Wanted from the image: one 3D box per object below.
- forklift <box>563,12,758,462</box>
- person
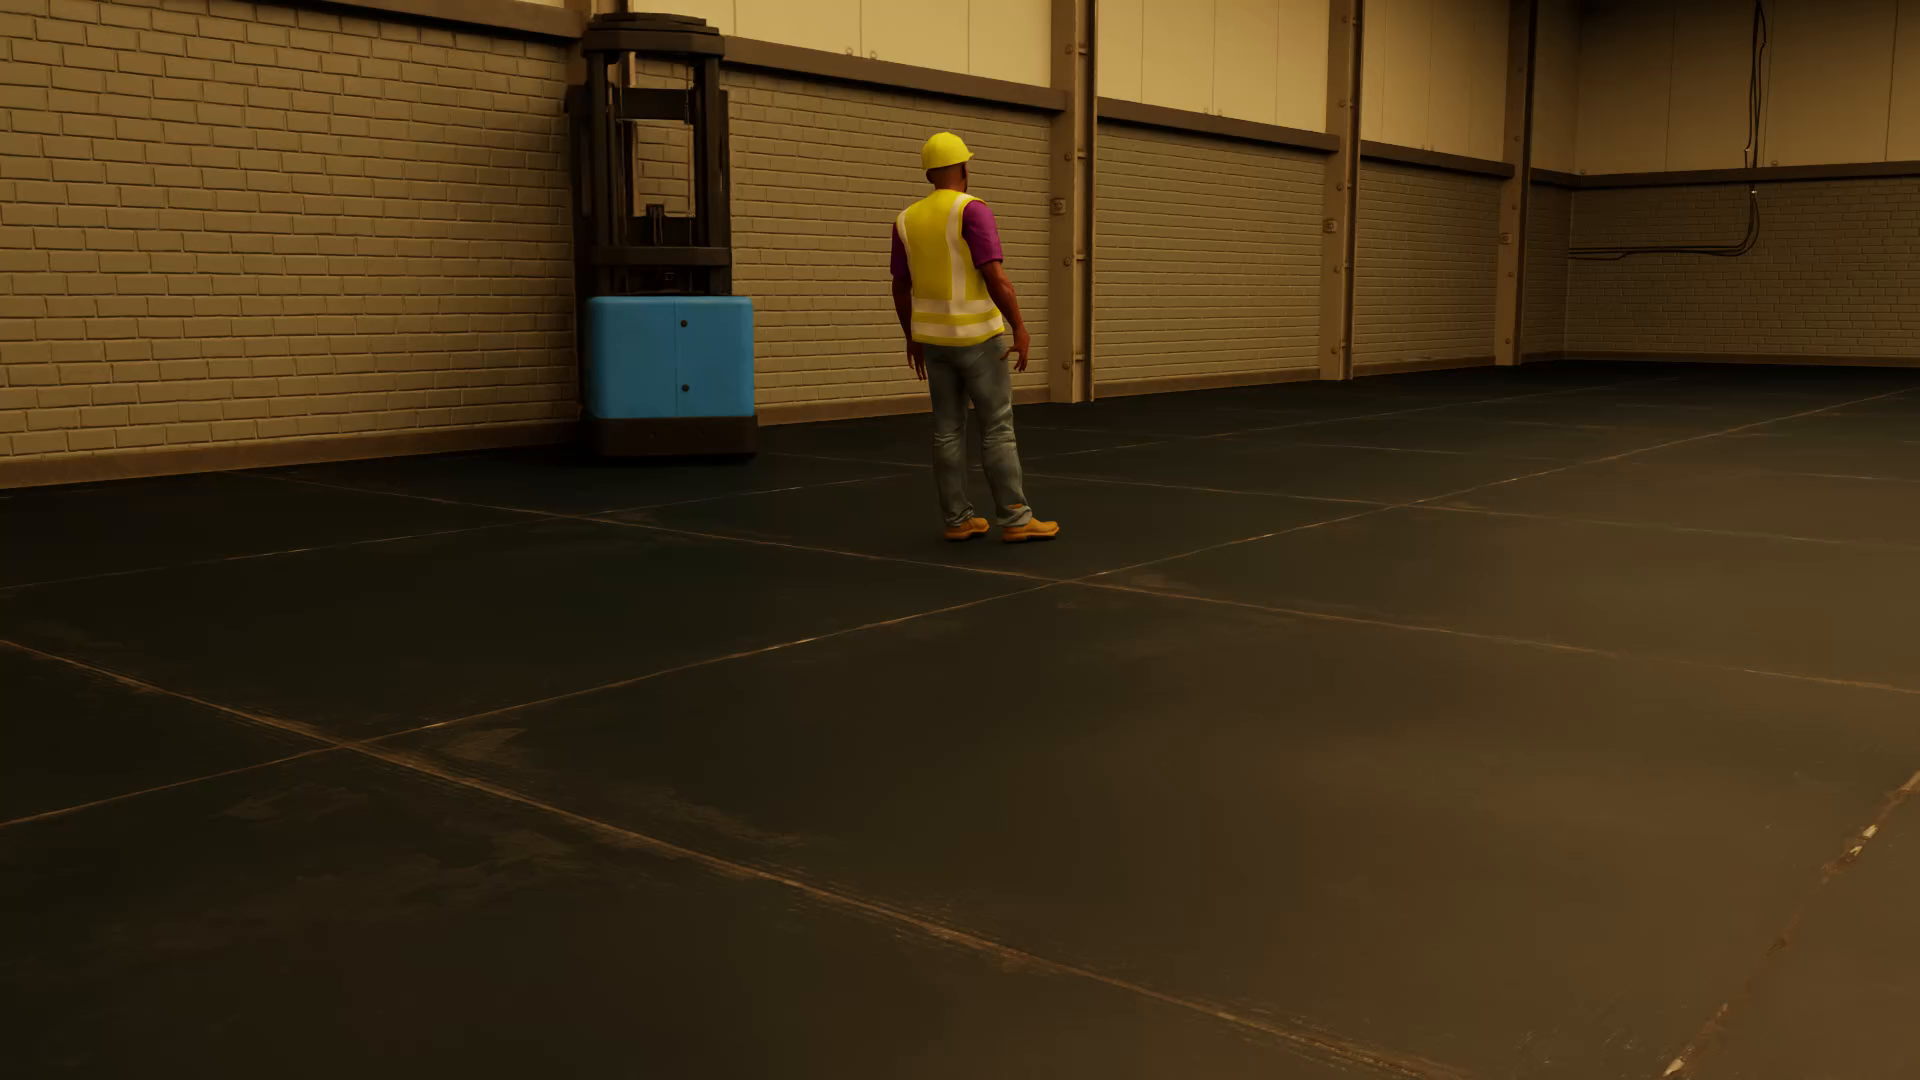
[{"bbox_3d":[-2.217,-2.133,11.854,1.130,2.935,3.031,-2,9,-16],"label":"forklift"},{"bbox_3d":[0.048,-0.888,7.325,0.665,1.765,0.577,7,11,38],"label":"person"}]
